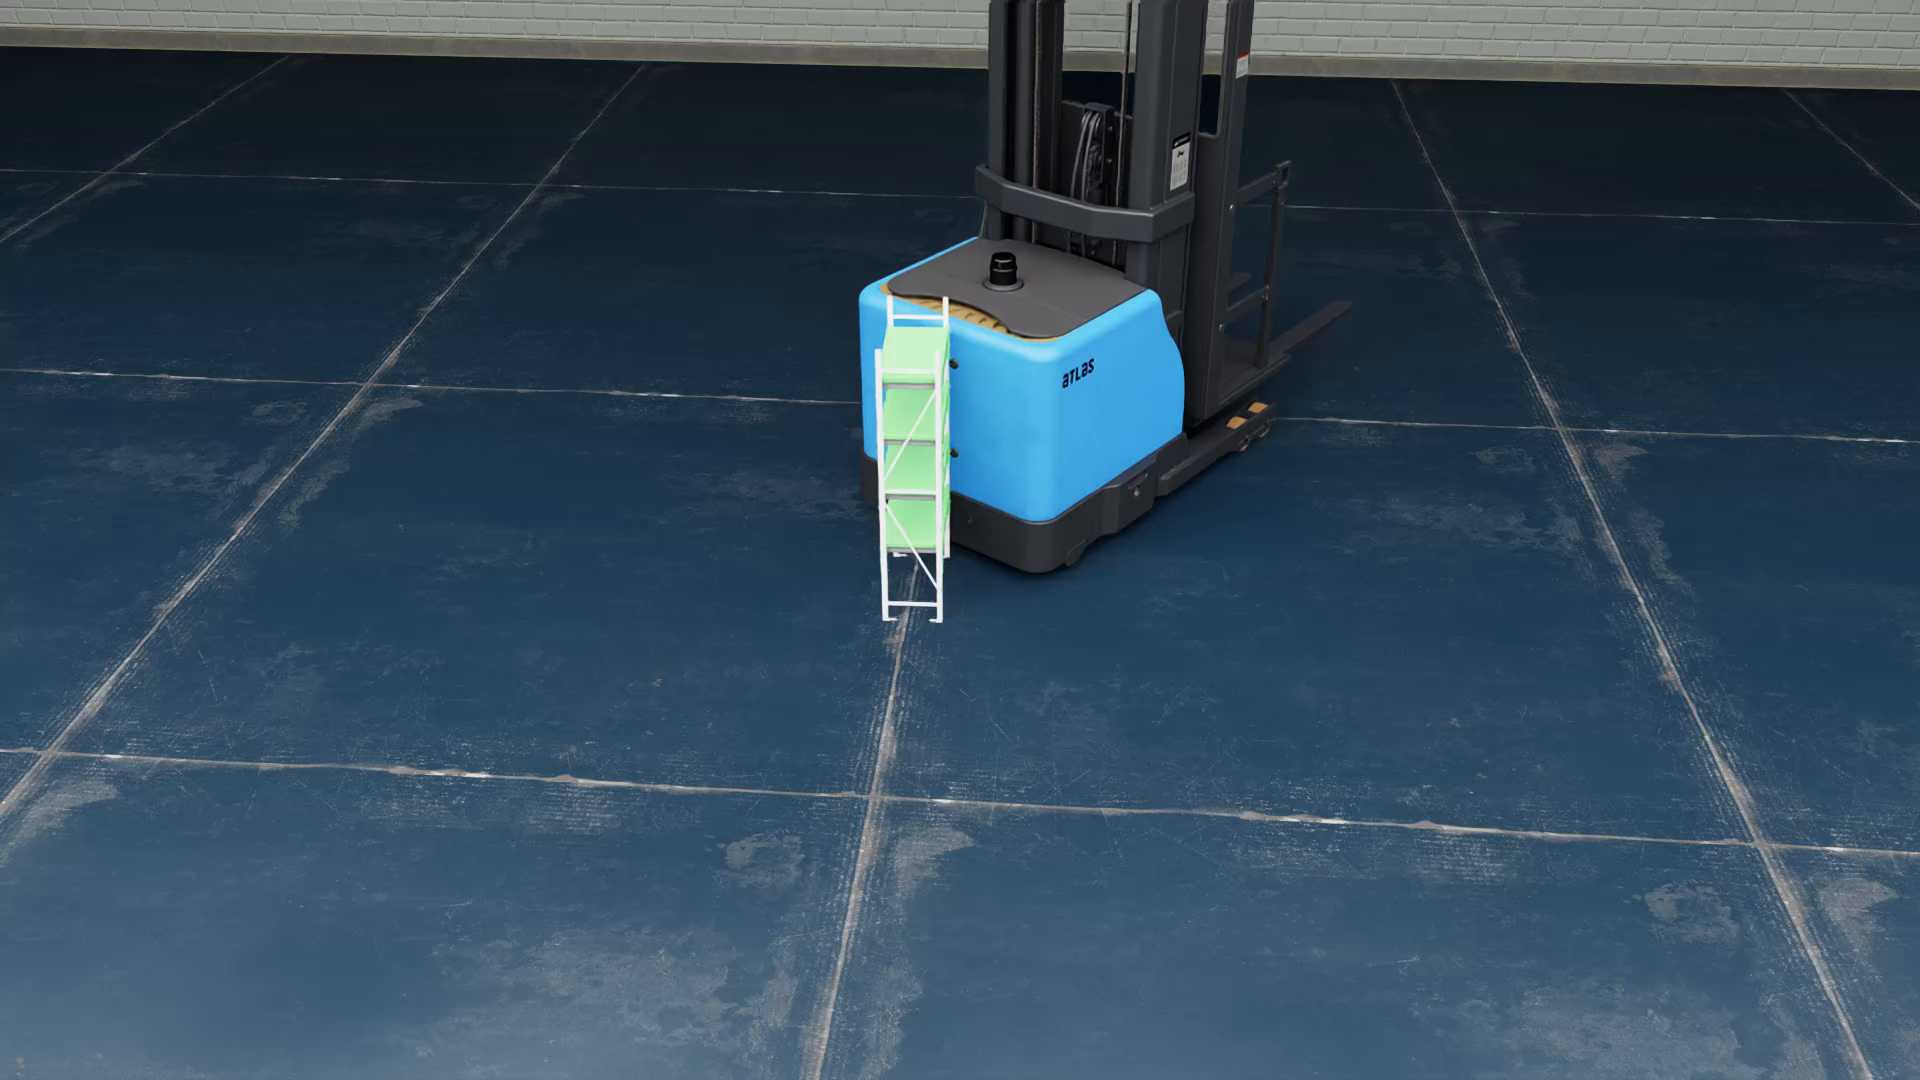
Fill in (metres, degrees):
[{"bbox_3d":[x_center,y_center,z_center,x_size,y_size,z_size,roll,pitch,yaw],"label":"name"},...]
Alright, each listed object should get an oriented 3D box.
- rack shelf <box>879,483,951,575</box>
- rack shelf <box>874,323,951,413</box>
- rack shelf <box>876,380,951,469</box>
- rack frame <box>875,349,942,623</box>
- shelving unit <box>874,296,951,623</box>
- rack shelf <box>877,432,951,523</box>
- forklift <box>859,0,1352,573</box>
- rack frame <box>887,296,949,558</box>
[{"bbox_3d":[-0.178,-0.053,6.771,0.258,0.148,0.480,2,32,3],"label":"rack shelf"},{"bbox_3d":[-0.178,-0.666,6.394,0.258,0.148,0.480,2,32,3],"label":"rack shelf"},{"bbox_3d":[-0.178,-0.462,6.520,0.258,0.148,0.480,2,32,3],"label":"rack shelf"},{"bbox_3d":[-0.191,-0.184,6.405,0.240,1.200,0.015,2,32,3],"label":"rack frame"},{"bbox_3d":[-0.178,-0.312,6.612,0.258,1.200,0.503,2,32,3],"label":"shelving unit"},{"bbox_3d":[-0.178,-0.257,6.645,0.258,0.148,0.480,2,32,3],"label":"rack shelf"},{"bbox_3d":[0.881,-1.817,7.404,1.130,2.935,3.031,23,38,32],"label":"forklift"},{"bbox_3d":[-0.165,-0.439,6.819,0.240,1.200,0.015,2,32,3],"label":"rack frame"}]
